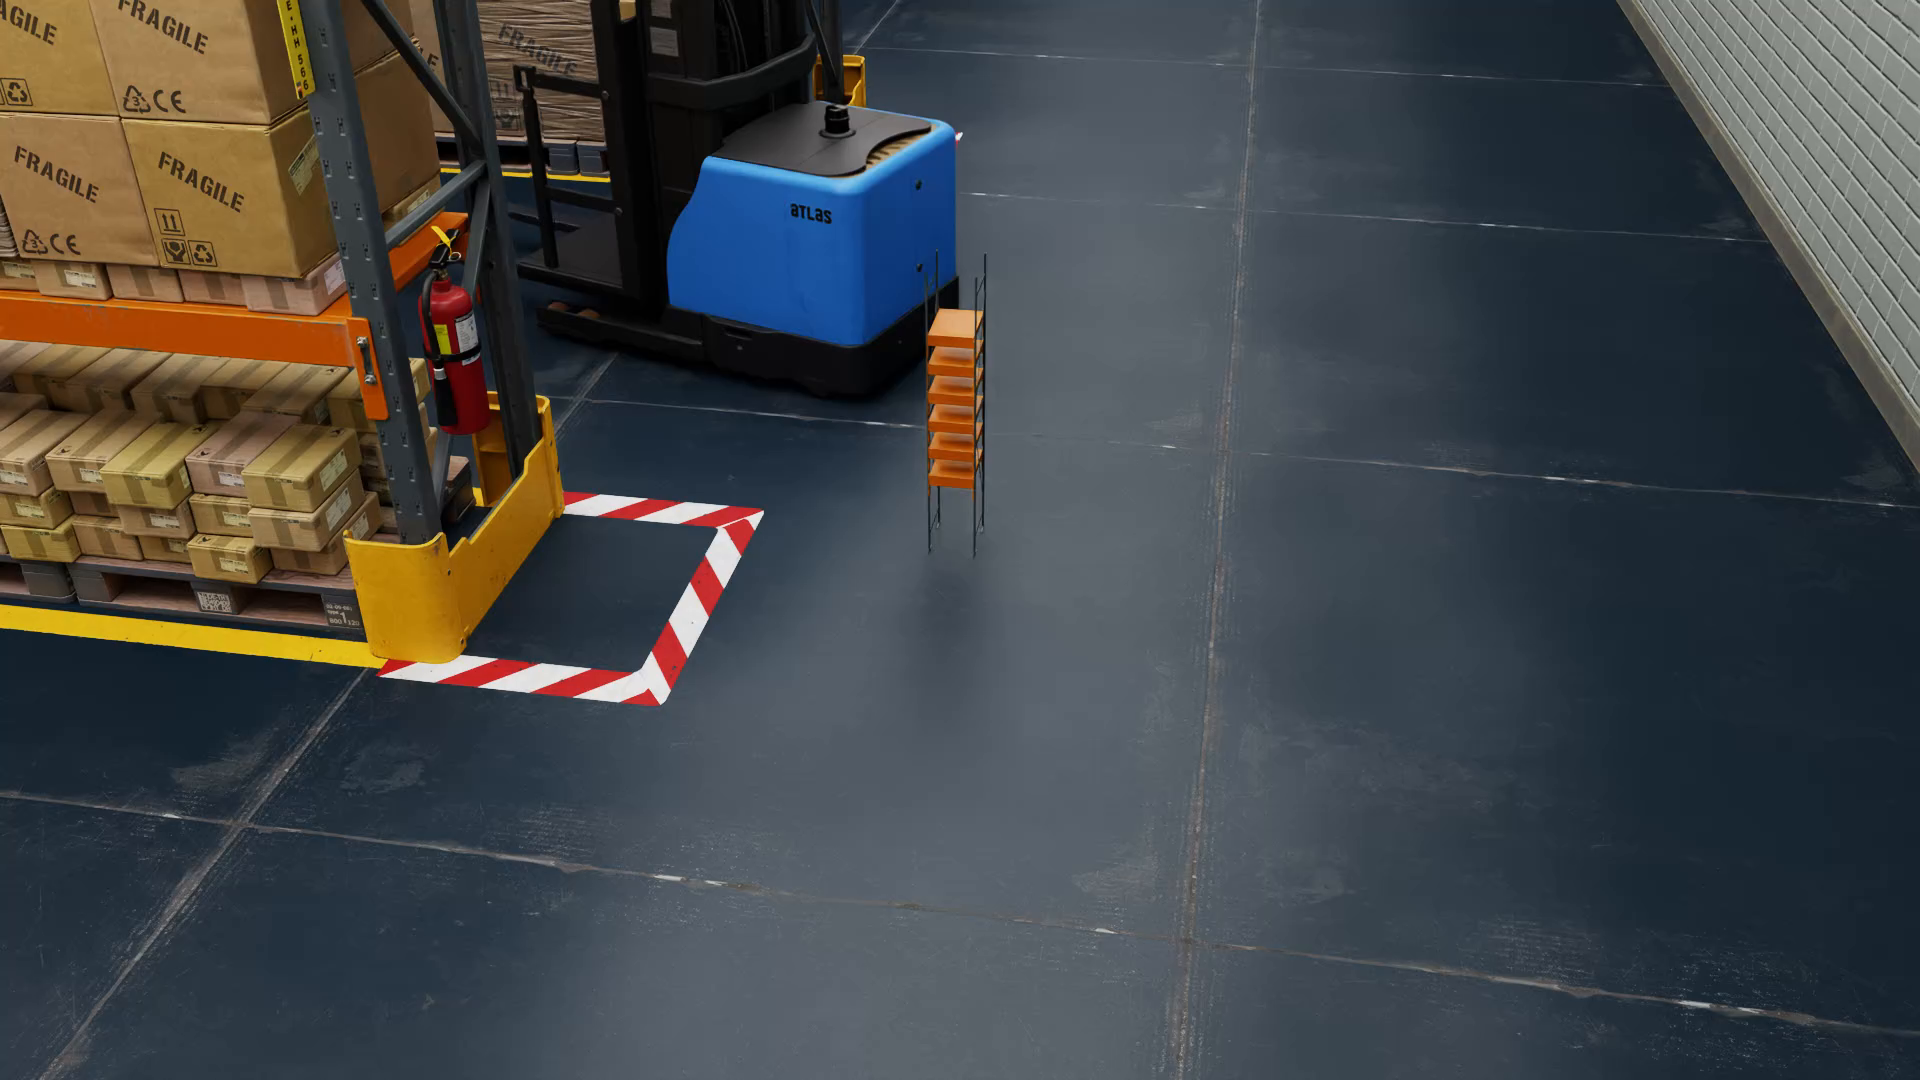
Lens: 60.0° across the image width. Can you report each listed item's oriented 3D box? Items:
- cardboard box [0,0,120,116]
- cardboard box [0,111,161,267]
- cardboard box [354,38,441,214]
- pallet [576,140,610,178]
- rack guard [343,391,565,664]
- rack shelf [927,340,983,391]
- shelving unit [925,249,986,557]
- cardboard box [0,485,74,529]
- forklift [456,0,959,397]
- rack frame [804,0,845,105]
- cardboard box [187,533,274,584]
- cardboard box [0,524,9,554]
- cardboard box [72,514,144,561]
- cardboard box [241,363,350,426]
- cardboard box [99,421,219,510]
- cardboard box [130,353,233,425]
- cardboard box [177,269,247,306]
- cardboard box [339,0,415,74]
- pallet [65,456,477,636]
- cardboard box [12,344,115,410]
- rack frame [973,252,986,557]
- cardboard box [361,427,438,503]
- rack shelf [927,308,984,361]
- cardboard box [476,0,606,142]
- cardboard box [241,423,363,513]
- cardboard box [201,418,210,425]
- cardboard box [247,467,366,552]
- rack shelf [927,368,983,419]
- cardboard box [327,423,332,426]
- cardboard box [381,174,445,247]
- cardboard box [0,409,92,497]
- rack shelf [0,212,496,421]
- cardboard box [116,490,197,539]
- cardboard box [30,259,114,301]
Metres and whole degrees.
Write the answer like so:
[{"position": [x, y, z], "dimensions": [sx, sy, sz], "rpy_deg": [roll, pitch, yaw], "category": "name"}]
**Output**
[{"position": [-2.828, -1.679, 5.288], "dimensions": [0.500, 0.500, 0.500], "rpy_deg": [4, 32, 7], "category": "cardboard box"}, {"position": [-2.829, -1.253, 5.550], "dimensions": [0.500, 0.500, 0.500], "rpy_deg": [5, 32, 7], "category": "cardboard box"}, {"position": [-2.231, -1.483, 5.918], "dimensions": [0.500, 0.500, 0.500], "rpy_deg": [7, 33, 11], "category": "cardboard box"}, {"position": [-1.703, -2.564, 10.647], "dimensions": [1.213, 0.211, 1.003], "rpy_deg": [5, 32, 8], "category": "pallet"}, {"position": [-1.910, -0.078, 6.403], "dimensions": [0.348, 0.500, 1.175], "rpy_deg": [5, 32, 8], "category": "rack guard"}, {"position": [-0.014, -0.676, 6.330], "dimensions": [0.180, 0.103, 0.258], "rpy_deg": [5, 32, 8], "category": "rack shelf"}, {"position": [-0.014, -0.510, 6.434], "dimensions": [0.189, 1.200, 0.258], "rpy_deg": [5, 32, 8], "category": "shelving unit"}, {"position": [-3.429, -0.209, 6.267], "dimensions": [0.250, 0.149, 0.380], "rpy_deg": [6, 32, 9], "category": "cardboard box"}, {"position": [-1.552, -2.455, 7.909], "dimensions": [3.031, 2.935, 1.130], "rpy_deg": [16, 35, 23], "category": "forklift"}, {"position": [-0.901, -3.715, 9.859], "dimensions": [0.127, 3.000, 1.000], "rpy_deg": [5, 32, 8], "category": "rack frame"}, {"position": [-2.660, -0.008, 6.226], "dimensions": [0.250, 0.149, 0.380], "rpy_deg": [6, 33, 10], "category": "cardboard box"}, {"position": [-3.679, -0.117, 6.400], "dimensions": [0.250, 0.149, 0.380], "rpy_deg": [6, 33, 9], "category": "cardboard box"}, {"position": [-3.151, -0.092, 6.360], "dimensions": [0.250, 0.149, 0.380], "rpy_deg": [5, 32, 9], "category": "cardboard box"}, {"position": [-2.587, -0.538, 6.513], "dimensions": [0.250, 0.149, 0.380], "rpy_deg": [6, 33, 9], "category": "cardboard box"}, {"position": [-2.915, -0.276, 6.094], "dimensions": [0.250, 0.149, 0.380], "rpy_deg": [4, 32, 7], "category": "cardboard box"}, {"position": [-3.072, -0.607, 6.622], "dimensions": [0.250, 0.149, 0.380], "rpy_deg": [4, 32, 6], "category": "cardboard box"}, {"position": [-2.443, -0.947, 5.672], "dimensions": [0.250, 0.149, 0.380], "rpy_deg": [5, 32, 8], "category": "cardboard box"}, {"position": [-2.233, -1.901, 5.644], "dimensions": [0.500, 0.500, 0.500], "rpy_deg": [5, 32, 8], "category": "cardboard box"}, {"position": [-2.705, -0.046, 6.625], "dimensions": [1.213, 0.211, 1.003], "rpy_deg": [5, 32, 8], "category": "pallet"}, {"position": [-3.595, -0.684, 6.745], "dimensions": [0.250, 0.149, 0.380], "rpy_deg": [6, 32, 9], "category": "cardboard box"}, {"position": [0.076, -0.502, 6.421], "dimensions": [0.006, 1.200, 0.240], "rpy_deg": [5, 32, 8], "category": "rack frame"}, {"position": [-2.298, -0.314, 6.716], "dimensions": [0.250, 0.149, 0.380], "rpy_deg": [6, 33, 9], "category": "cardboard box"}, {"position": [-0.014, -0.777, 6.266], "dimensions": [0.180, 0.103, 0.258], "rpy_deg": [5, 32, 8], "category": "rack shelf"}, {"position": [-2.443, -3.089, 10.465], "dimensions": [0.875, 0.875, 0.875], "rpy_deg": [5, 32, 8], "category": "cardboard box"}, {"position": [-2.400, -0.267, 6.079], "dimensions": [0.250, 0.149, 0.380], "rpy_deg": [6, 32, 9], "category": "cardboard box"}, {"position": [-3.060, -0.516, 6.758], "dimensions": [0.250, 0.149, 0.380], "rpy_deg": [6, 33, 10], "category": "cardboard box"}, {"position": [-2.404, -0.124, 6.131], "dimensions": [0.250, 0.149, 0.380], "rpy_deg": [4, 32, 7], "category": "cardboard box"}, {"position": [-0.014, -0.574, 6.394], "dimensions": [0.180, 0.103, 0.258], "rpy_deg": [5, 32, 8], "category": "rack shelf"}, {"position": [-2.569, -0.461, 6.670], "dimensions": [0.250, 0.149, 0.380], "rpy_deg": [5, 32, 8], "category": "cardboard box"}, {"position": [-2.100, -1.224, 6.115], "dimensions": [0.250, 0.149, 0.380], "rpy_deg": [5, 32, 8], "category": "cardboard box"}, {"position": [-3.433, -0.327, 6.176], "dimensions": [0.250, 0.149, 0.380], "rpy_deg": [6, 33, 10], "category": "cardboard box"}, {"position": [-3.807, -1.004, 6.205], "dimensions": [4.000, 0.370, 1.077], "rpy_deg": [5, 32, 8], "category": "rack shelf"}, {"position": [-2.916, -0.169, 6.204], "dimensions": [0.250, 0.149, 0.380], "rpy_deg": [4, 32, 6], "category": "cardboard box"}, {"position": [-2.948, -0.972, 5.712], "dimensions": [0.250, 0.149, 0.380], "rpy_deg": [6, 33, 10], "category": "cardboard box"}]
